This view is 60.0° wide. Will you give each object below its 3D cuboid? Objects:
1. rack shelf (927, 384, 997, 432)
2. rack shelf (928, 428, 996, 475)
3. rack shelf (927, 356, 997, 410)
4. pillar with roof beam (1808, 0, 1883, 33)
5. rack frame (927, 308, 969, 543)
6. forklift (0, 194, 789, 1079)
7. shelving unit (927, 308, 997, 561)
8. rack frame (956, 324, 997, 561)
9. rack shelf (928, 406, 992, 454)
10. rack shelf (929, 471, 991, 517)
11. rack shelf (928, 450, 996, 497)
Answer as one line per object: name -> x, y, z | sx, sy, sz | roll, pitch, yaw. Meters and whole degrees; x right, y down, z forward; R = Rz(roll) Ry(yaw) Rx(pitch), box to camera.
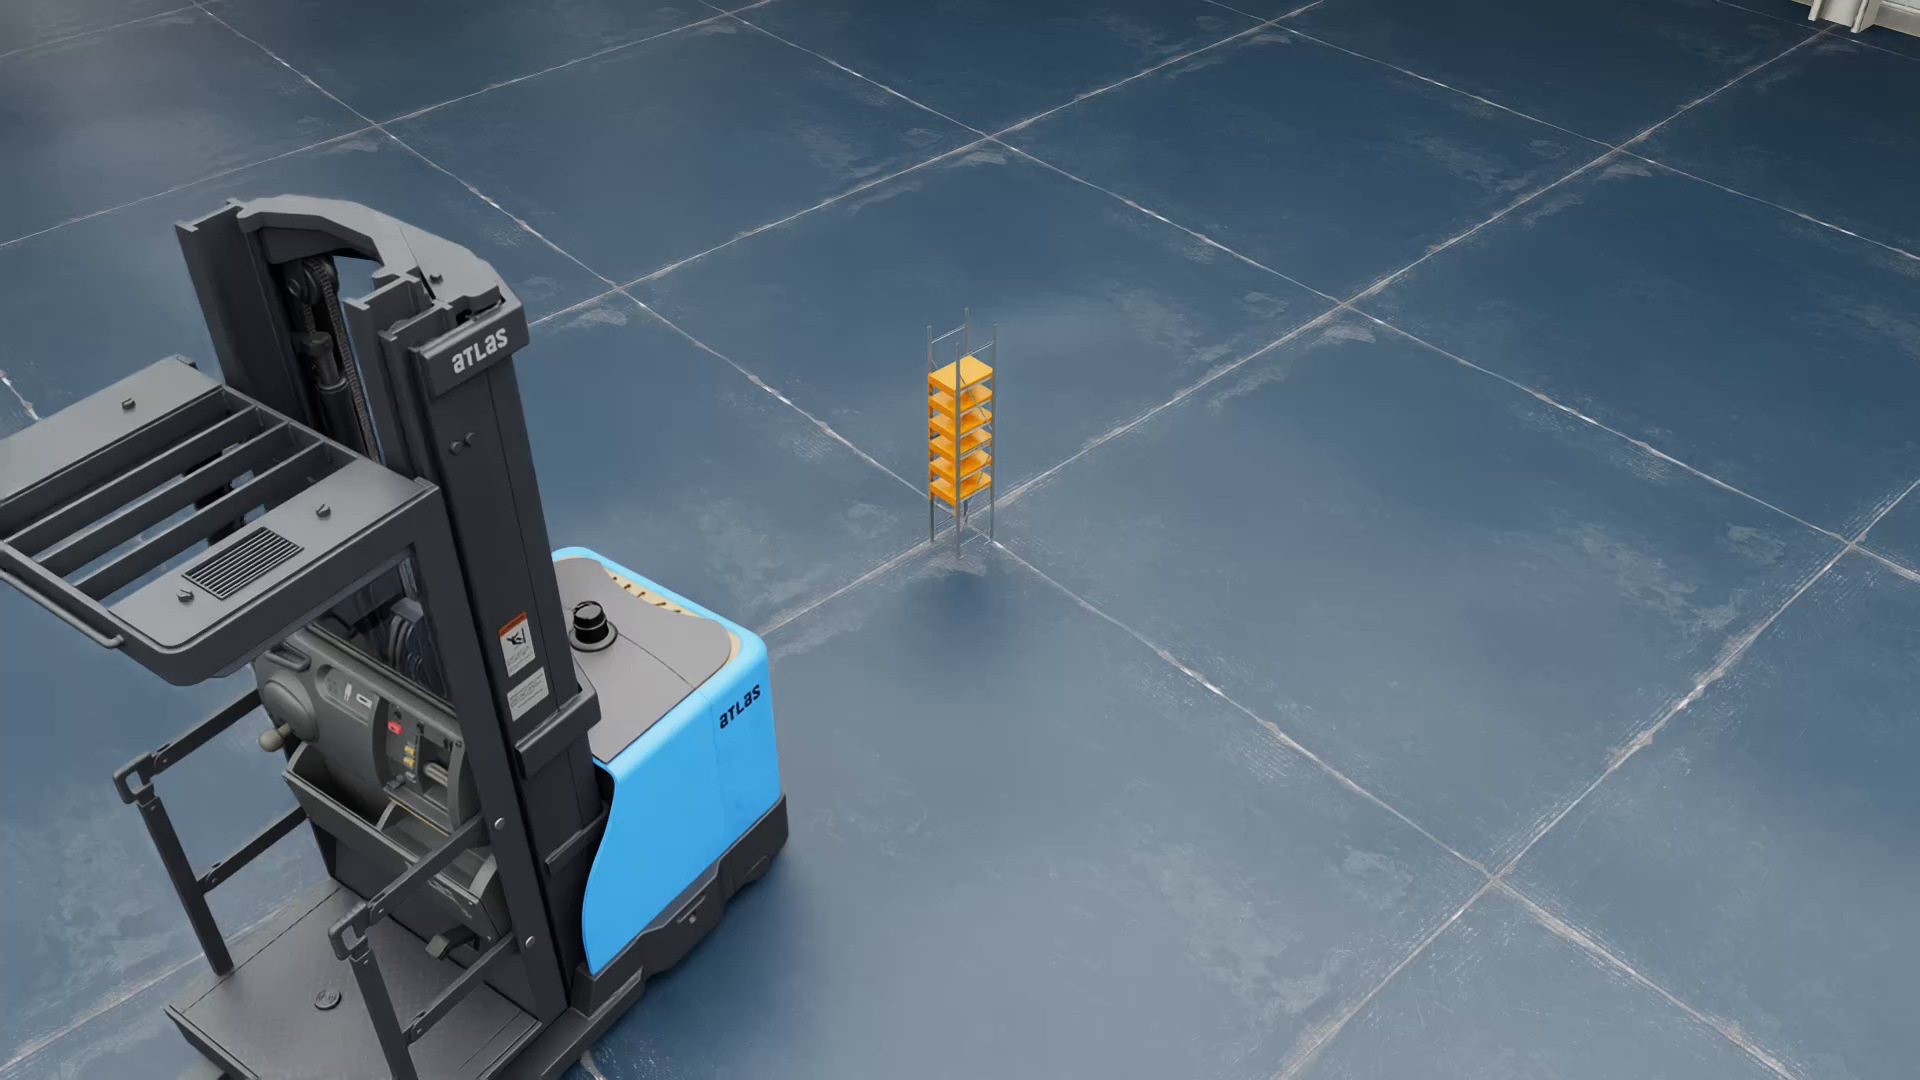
rack shelf -> 0.010, -0.612, 7.450 | 0.258, 0.103, 0.180 | -30, 48, -32
rack shelf -> 0.010, -0.426, 7.600 | 0.258, 0.103, 0.180 | -30, 48, -32
rack shelf -> 0.010, -0.706, 7.374 | 0.258, 0.103, 0.180 | -30, 48, -32
pillar with roof beam -> 3.705, -5.723, 7.882 | 9.100, 9.000, 0.400 | -30, 48, -32
rack frame -> -0.052, -0.502, 7.625 | 0.240, 1.200, 0.006 | -30, 48, -32
forklift -> -1.921, 0.626, 4.850 | 1.130, 2.935, 3.031 | 24, 45, 27
shelving unit -> 0.010, -0.460, 7.573 | 0.258, 1.200, 0.189 | -30, 48, -32
rack frame -> 0.072, -0.418, 7.520 | 0.240, 1.200, 0.006 | -30, 48, -32
rack shelf -> 0.010, -0.519, 7.525 | 0.258, 0.103, 0.180 | -30, 48, -32
rack shelf -> 0.010, -0.239, 7.751 | 0.258, 0.103, 0.180 | -30, 48, -32
rack shelf -> 0.010, -0.332, 7.676 | 0.258, 0.103, 0.180 | -30, 48, -32
